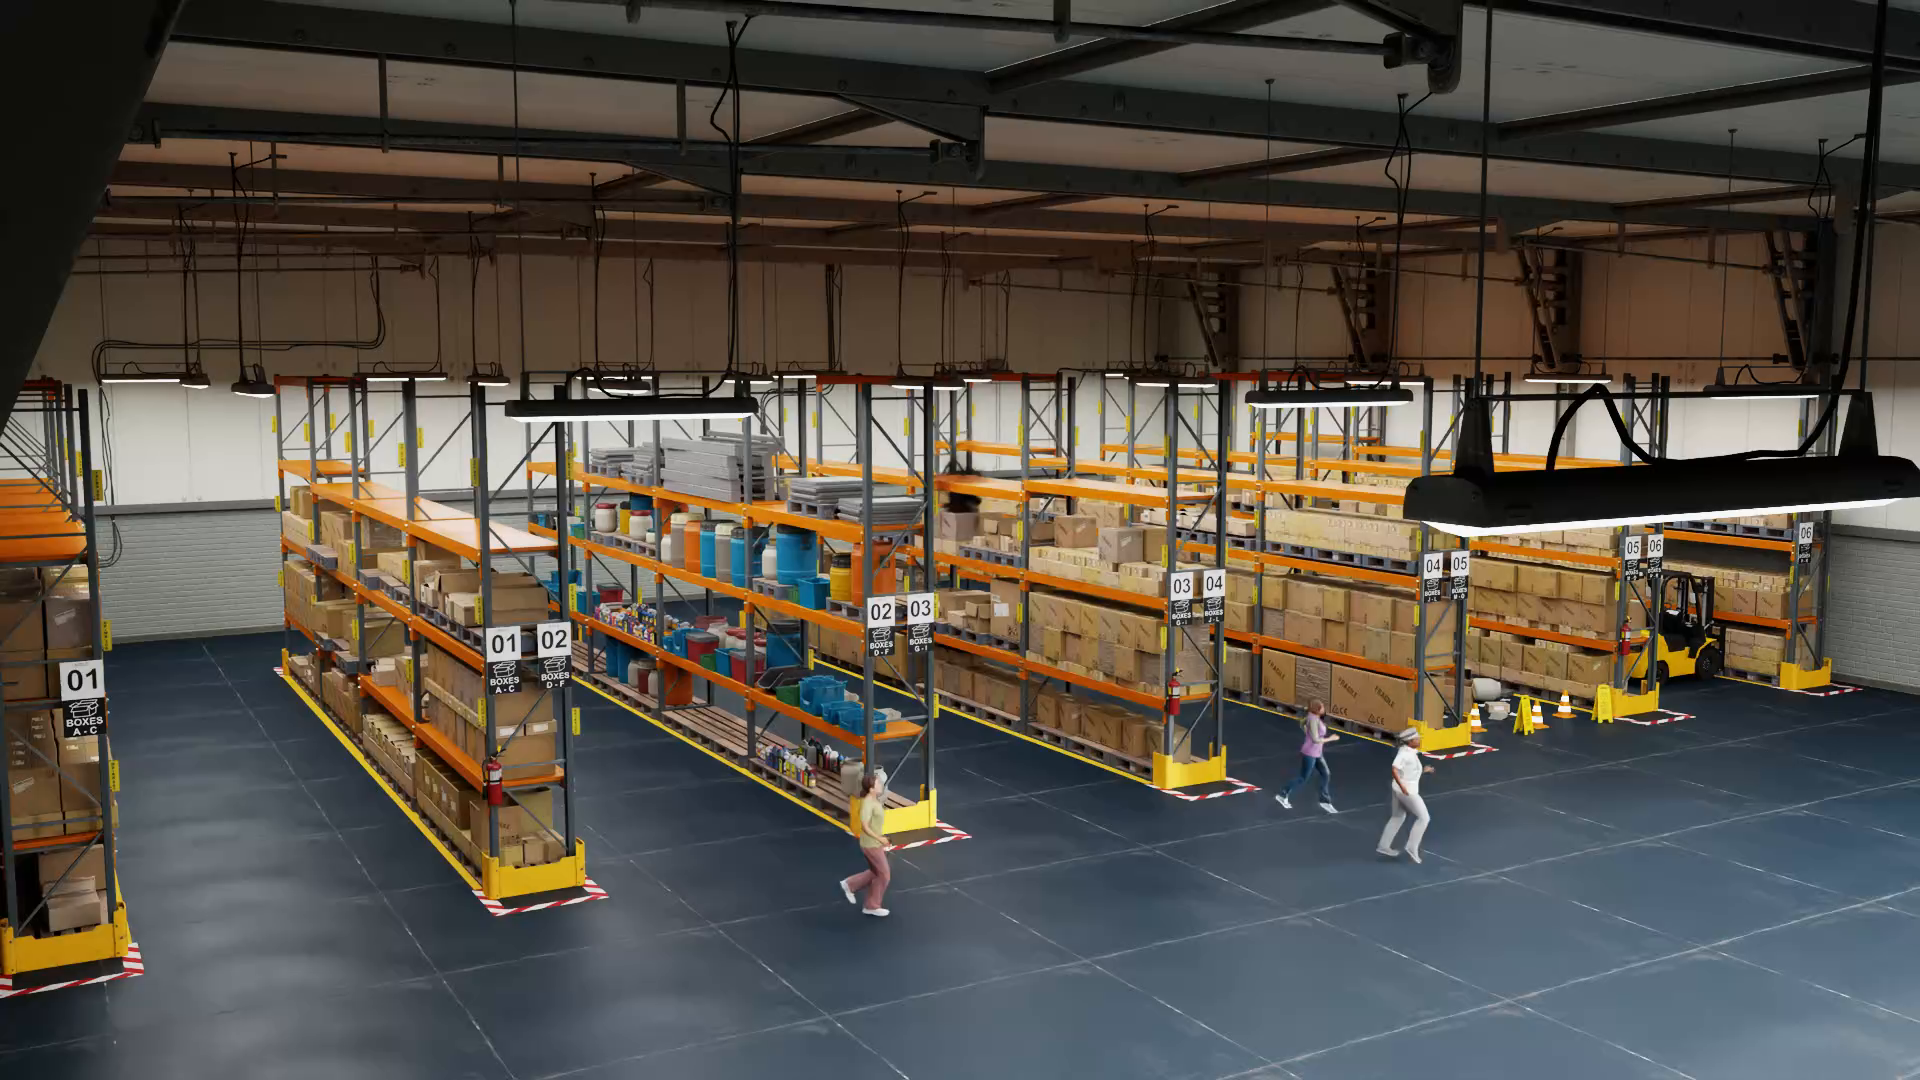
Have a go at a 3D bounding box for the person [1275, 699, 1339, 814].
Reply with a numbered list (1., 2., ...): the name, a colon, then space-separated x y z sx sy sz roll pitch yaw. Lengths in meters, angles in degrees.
1. person: 4.853 3.018 23.156 0.832 1.605 0.549 2 7 17

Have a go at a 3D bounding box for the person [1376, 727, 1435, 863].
1. person: 5.641 3.215 21.016 0.728 1.754 0.545 0 6 0

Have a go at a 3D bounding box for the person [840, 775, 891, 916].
1. person: -1.078 3.463 18.910 0.573 1.629 0.608 0 6 -3

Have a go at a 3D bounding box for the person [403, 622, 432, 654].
1. person: -10.812 1.817 33.428 0.603 1.729 0.702 5 8 40
